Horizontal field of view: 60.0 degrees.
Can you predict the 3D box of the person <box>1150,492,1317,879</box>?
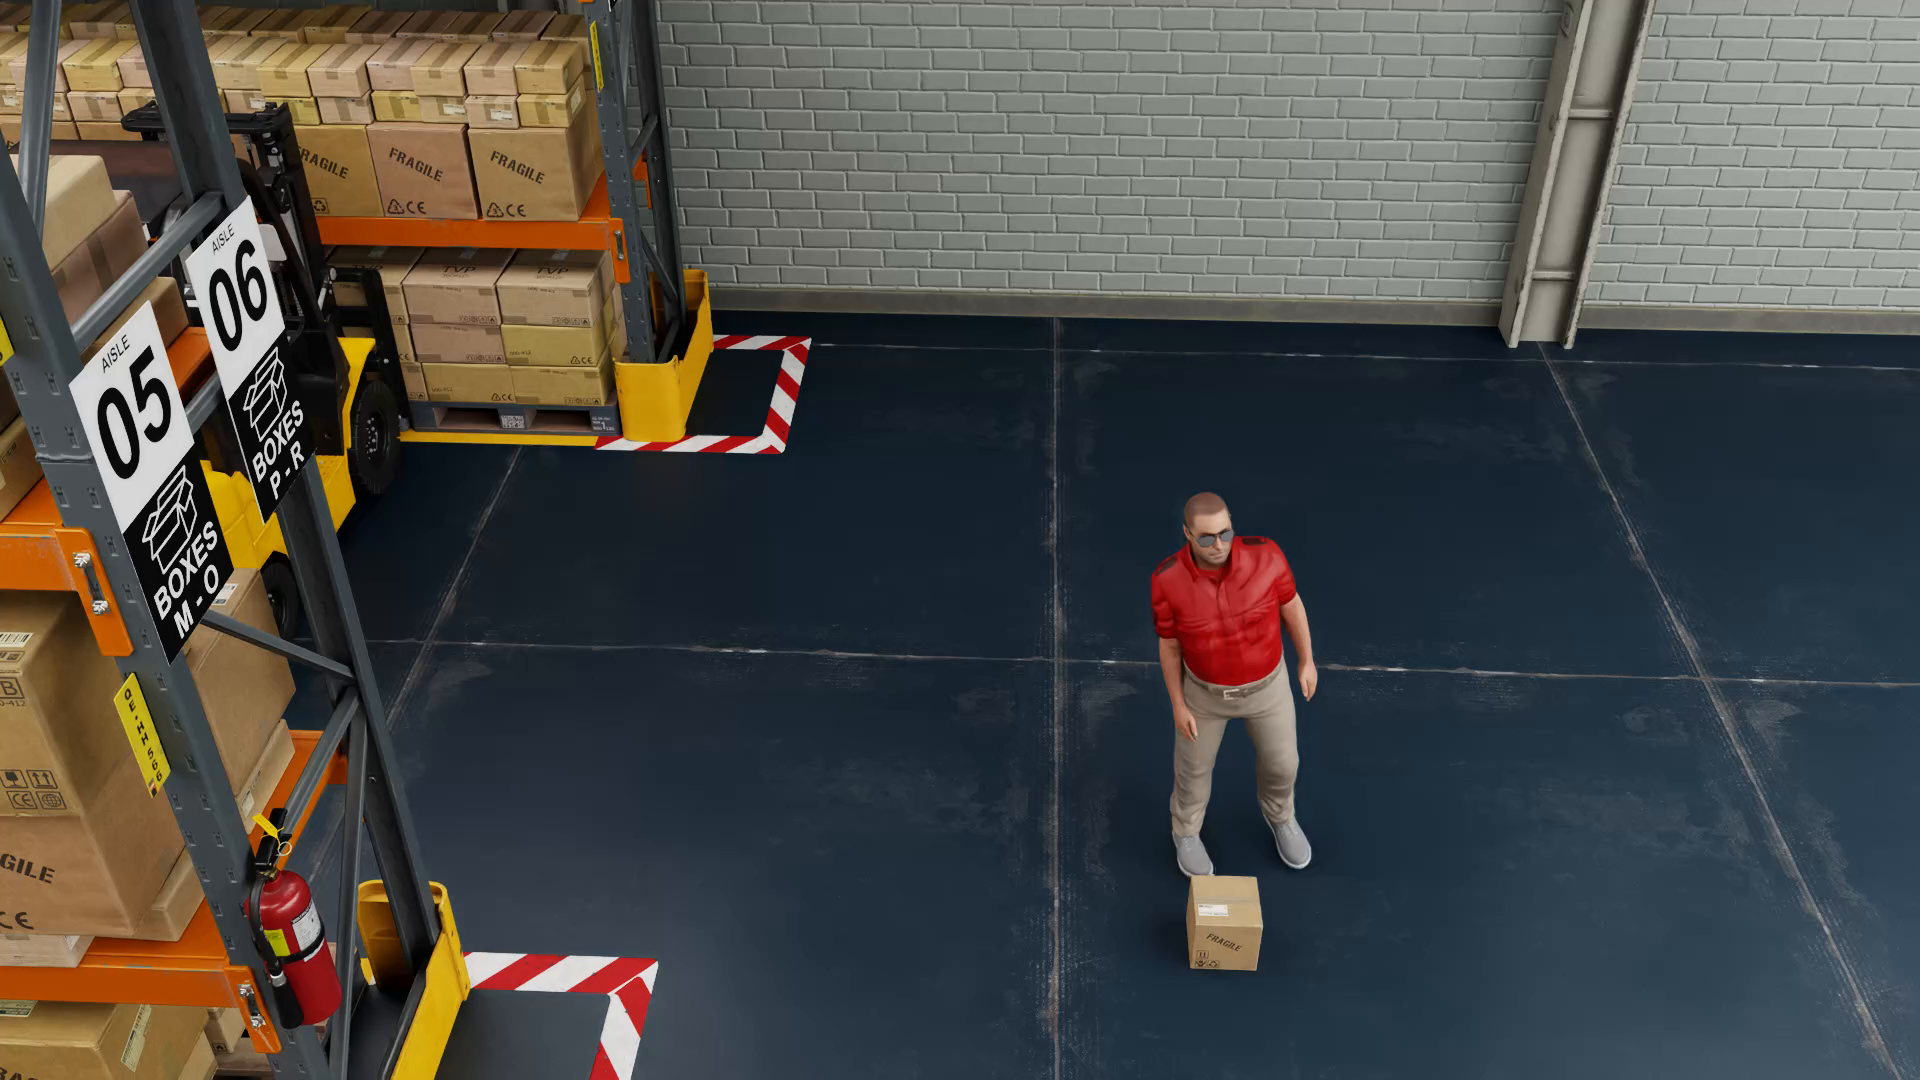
[{"bbox_3d":[1.062,0.574,6.316,0.730,1.724,0.387,2,36,3],"label":"person"}]
